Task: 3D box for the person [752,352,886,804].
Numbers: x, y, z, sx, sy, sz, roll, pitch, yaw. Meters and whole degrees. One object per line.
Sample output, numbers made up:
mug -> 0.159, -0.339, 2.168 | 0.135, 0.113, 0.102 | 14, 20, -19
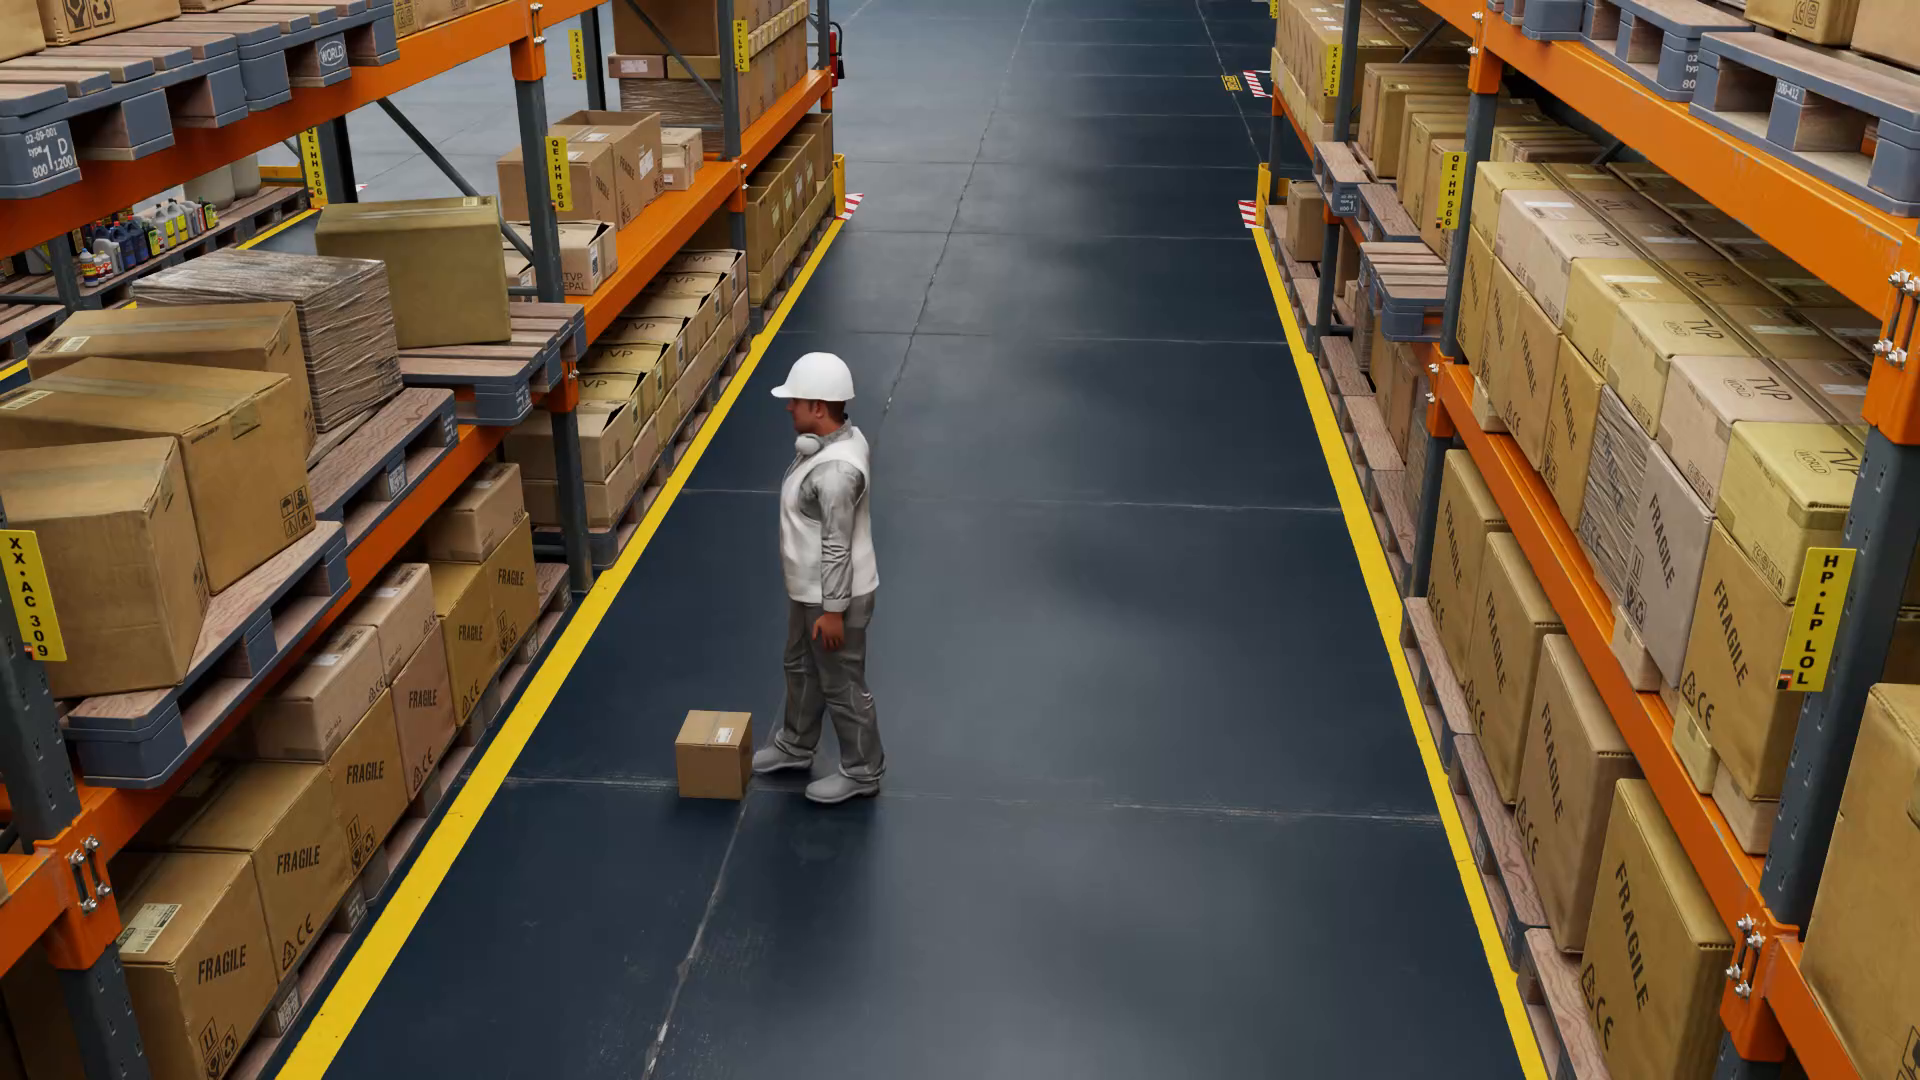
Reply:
person -> -0.579, 0.174, 6.183 | 0.572, 1.783, 0.573 | -3, 25, -6
